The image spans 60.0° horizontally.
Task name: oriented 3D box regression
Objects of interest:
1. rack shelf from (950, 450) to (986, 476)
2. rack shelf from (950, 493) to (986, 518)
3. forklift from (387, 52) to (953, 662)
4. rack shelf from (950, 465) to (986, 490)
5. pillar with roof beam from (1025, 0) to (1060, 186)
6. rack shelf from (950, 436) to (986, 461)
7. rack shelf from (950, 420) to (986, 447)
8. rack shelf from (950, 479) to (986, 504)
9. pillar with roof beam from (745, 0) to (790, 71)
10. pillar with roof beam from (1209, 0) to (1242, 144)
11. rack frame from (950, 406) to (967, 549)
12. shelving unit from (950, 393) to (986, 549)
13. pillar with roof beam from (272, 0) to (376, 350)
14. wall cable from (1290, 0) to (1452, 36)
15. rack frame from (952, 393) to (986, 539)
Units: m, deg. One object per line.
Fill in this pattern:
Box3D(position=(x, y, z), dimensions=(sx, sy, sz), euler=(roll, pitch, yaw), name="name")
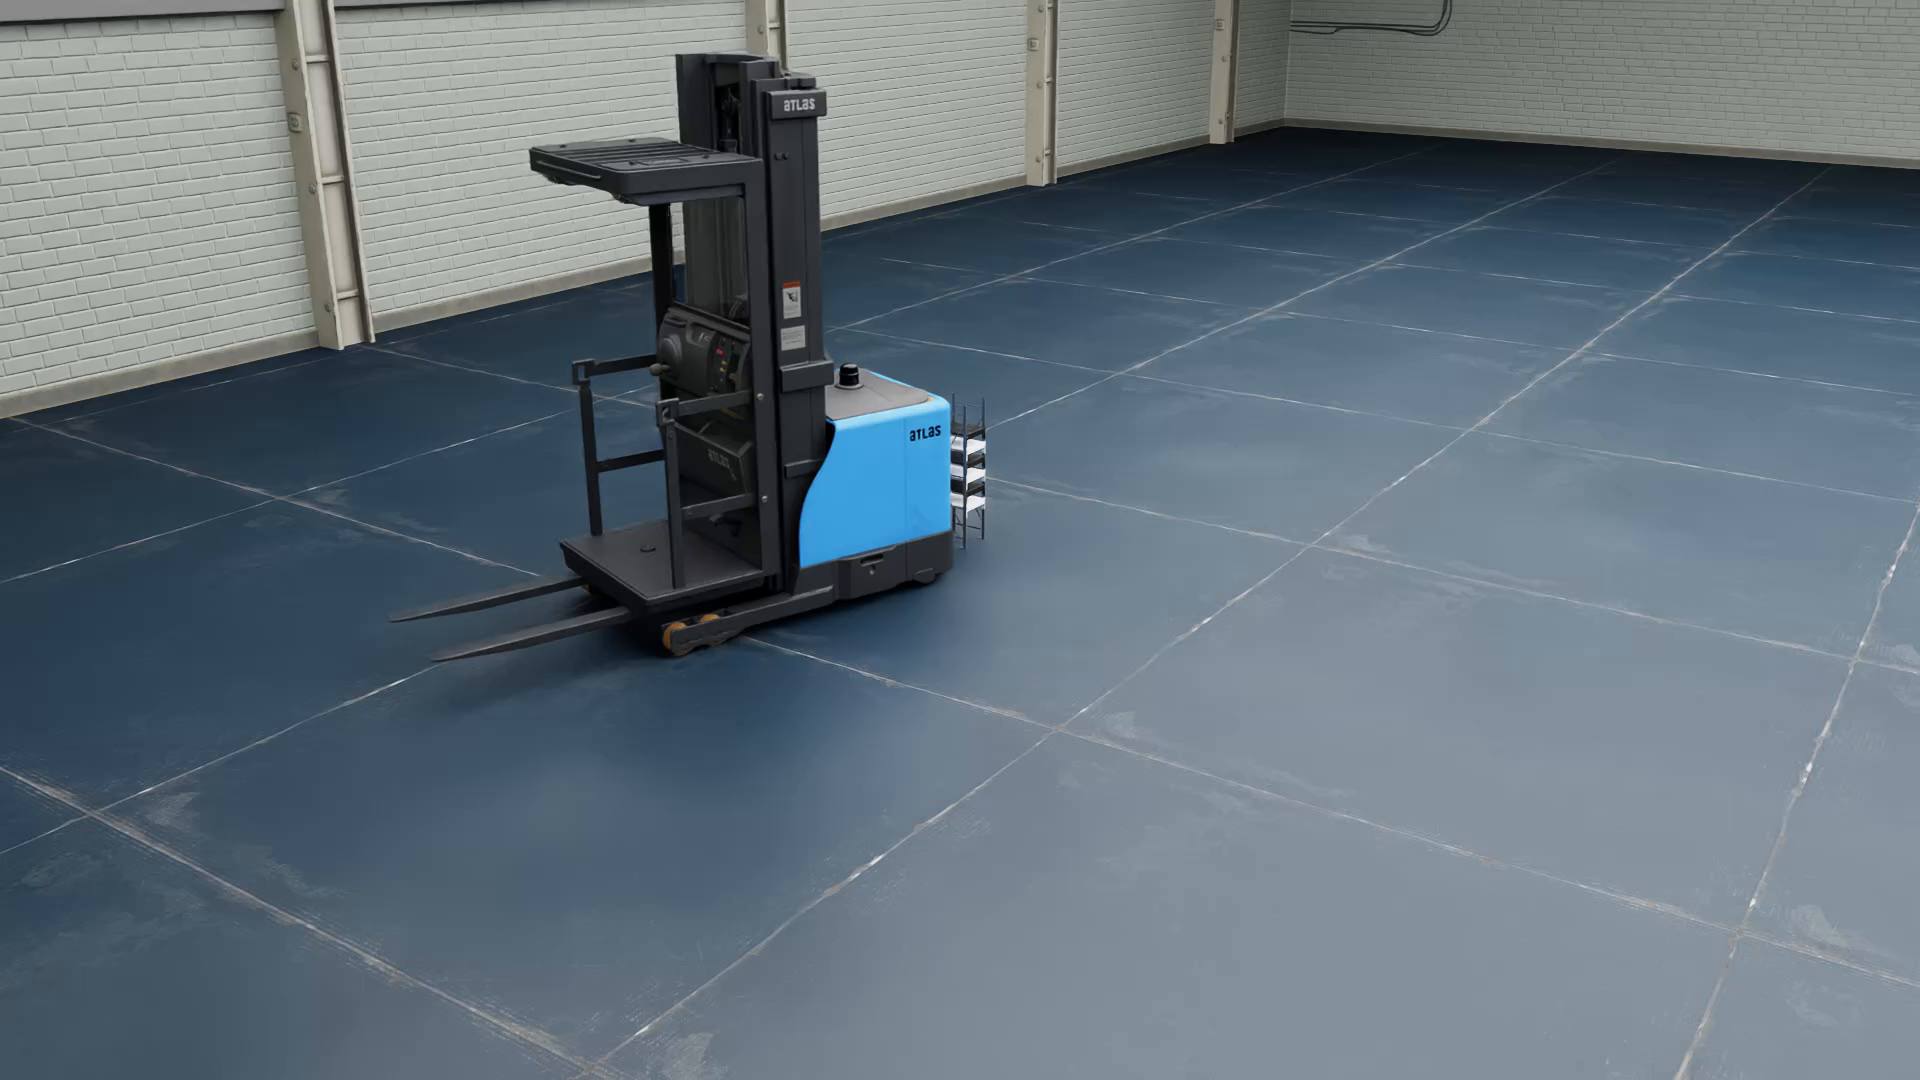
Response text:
Box3D(position=(-0.005, -0.473, 10.083), dimensions=(0.258, 0.077, 0.200), euler=(13, 24, 32), name="rack shelf")
Box3D(position=(-0.005, -0.220, 10.177), dimensions=(0.258, 0.077, 0.200), euler=(13, 24, 32), name="rack shelf")
Box3D(position=(-1.527, -0.984, 8.701), dimensions=(3.031, 2.935, 1.130), euler=(-14, 25, -34), name="forklift")
Box3D(position=(-0.005, -0.388, 10.114), dimensions=(0.258, 0.077, 0.200), euler=(13, 24, 32), name="rack shelf")
Box3D(position=(4.745, -8.606, 20.560), dimensions=(9.100, 9.000, 0.400), euler=(13, 24, 32), name="pillar with roof beam")
Box3D(position=(-0.005, -0.557, 10.052), dimensions=(0.258, 0.077, 0.200), euler=(13, 24, 32), name="rack shelf")
Box3D(position=(-0.005, -0.642, 10.020), dimensions=(0.258, 0.077, 0.200), euler=(13, 24, 32), name="rack shelf")
Box3D(position=(-0.005, -0.304, 10.145), dimensions=(0.258, 0.077, 0.200), euler=(13, 24, 32), name="rack shelf")
Box3D(position=(1.372, -6.884, 15.906), dimensions=(9.100, 9.000, 0.400), euler=(13, 24, 32), name="pillar with roof beam")
Box3D(position=(8.118, -10.327, 25.214), dimensions=(9.100, 9.000, 0.400), euler=(13, 24, 32), name="pillar with roof beam")
Box3D(position=(-0.062, -0.391, 10.024), dimensions=(0.240, 0.900, 0.006), euler=(13, 24, 32), name="rack frame")
Box3D(position=(-0.005, -0.420, 10.103), dimensions=(0.258, 0.900, 0.210), euler=(13, 24, 32), name="shelving unit")
Box3D(position=(-2.001, -5.163, 11.252), dimensions=(9.100, 9.000, 0.400), euler=(13, 24, 32), name="pillar with roof beam")
Box3D(position=(7.307, -10.298, 29.610), dimensions=(3.097, 2.526, 0.112), euler=(13, 24, 32), name="wall cable")
Box3D(position=(0.053, -0.449, 10.181), dimensions=(0.240, 0.900, 0.006), euler=(13, 24, 32), name="rack frame")
